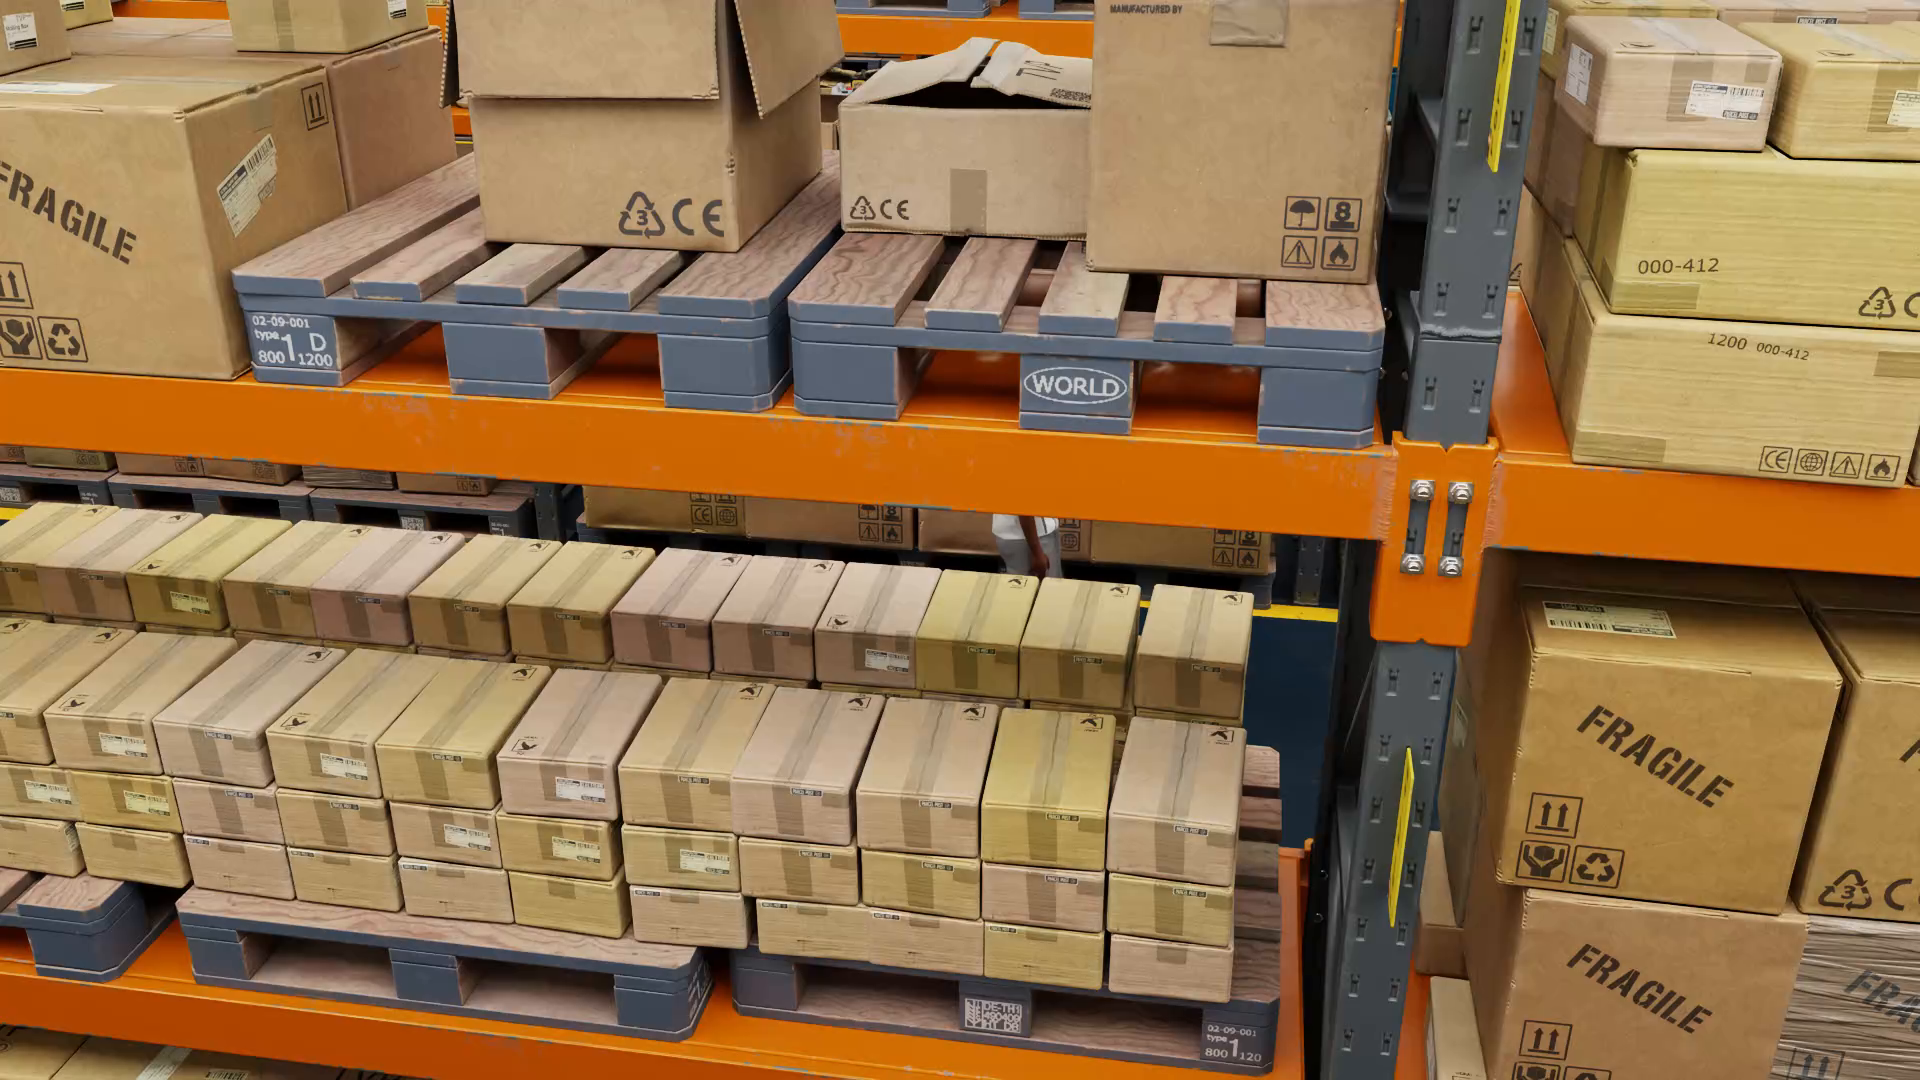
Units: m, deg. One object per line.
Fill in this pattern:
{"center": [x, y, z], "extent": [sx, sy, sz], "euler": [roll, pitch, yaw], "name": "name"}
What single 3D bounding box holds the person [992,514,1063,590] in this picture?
{"center": [0.335, -0.030, 7.175], "extent": [0.397, 1.656, 0.517], "euler": [3, 25, 6], "name": "person"}
